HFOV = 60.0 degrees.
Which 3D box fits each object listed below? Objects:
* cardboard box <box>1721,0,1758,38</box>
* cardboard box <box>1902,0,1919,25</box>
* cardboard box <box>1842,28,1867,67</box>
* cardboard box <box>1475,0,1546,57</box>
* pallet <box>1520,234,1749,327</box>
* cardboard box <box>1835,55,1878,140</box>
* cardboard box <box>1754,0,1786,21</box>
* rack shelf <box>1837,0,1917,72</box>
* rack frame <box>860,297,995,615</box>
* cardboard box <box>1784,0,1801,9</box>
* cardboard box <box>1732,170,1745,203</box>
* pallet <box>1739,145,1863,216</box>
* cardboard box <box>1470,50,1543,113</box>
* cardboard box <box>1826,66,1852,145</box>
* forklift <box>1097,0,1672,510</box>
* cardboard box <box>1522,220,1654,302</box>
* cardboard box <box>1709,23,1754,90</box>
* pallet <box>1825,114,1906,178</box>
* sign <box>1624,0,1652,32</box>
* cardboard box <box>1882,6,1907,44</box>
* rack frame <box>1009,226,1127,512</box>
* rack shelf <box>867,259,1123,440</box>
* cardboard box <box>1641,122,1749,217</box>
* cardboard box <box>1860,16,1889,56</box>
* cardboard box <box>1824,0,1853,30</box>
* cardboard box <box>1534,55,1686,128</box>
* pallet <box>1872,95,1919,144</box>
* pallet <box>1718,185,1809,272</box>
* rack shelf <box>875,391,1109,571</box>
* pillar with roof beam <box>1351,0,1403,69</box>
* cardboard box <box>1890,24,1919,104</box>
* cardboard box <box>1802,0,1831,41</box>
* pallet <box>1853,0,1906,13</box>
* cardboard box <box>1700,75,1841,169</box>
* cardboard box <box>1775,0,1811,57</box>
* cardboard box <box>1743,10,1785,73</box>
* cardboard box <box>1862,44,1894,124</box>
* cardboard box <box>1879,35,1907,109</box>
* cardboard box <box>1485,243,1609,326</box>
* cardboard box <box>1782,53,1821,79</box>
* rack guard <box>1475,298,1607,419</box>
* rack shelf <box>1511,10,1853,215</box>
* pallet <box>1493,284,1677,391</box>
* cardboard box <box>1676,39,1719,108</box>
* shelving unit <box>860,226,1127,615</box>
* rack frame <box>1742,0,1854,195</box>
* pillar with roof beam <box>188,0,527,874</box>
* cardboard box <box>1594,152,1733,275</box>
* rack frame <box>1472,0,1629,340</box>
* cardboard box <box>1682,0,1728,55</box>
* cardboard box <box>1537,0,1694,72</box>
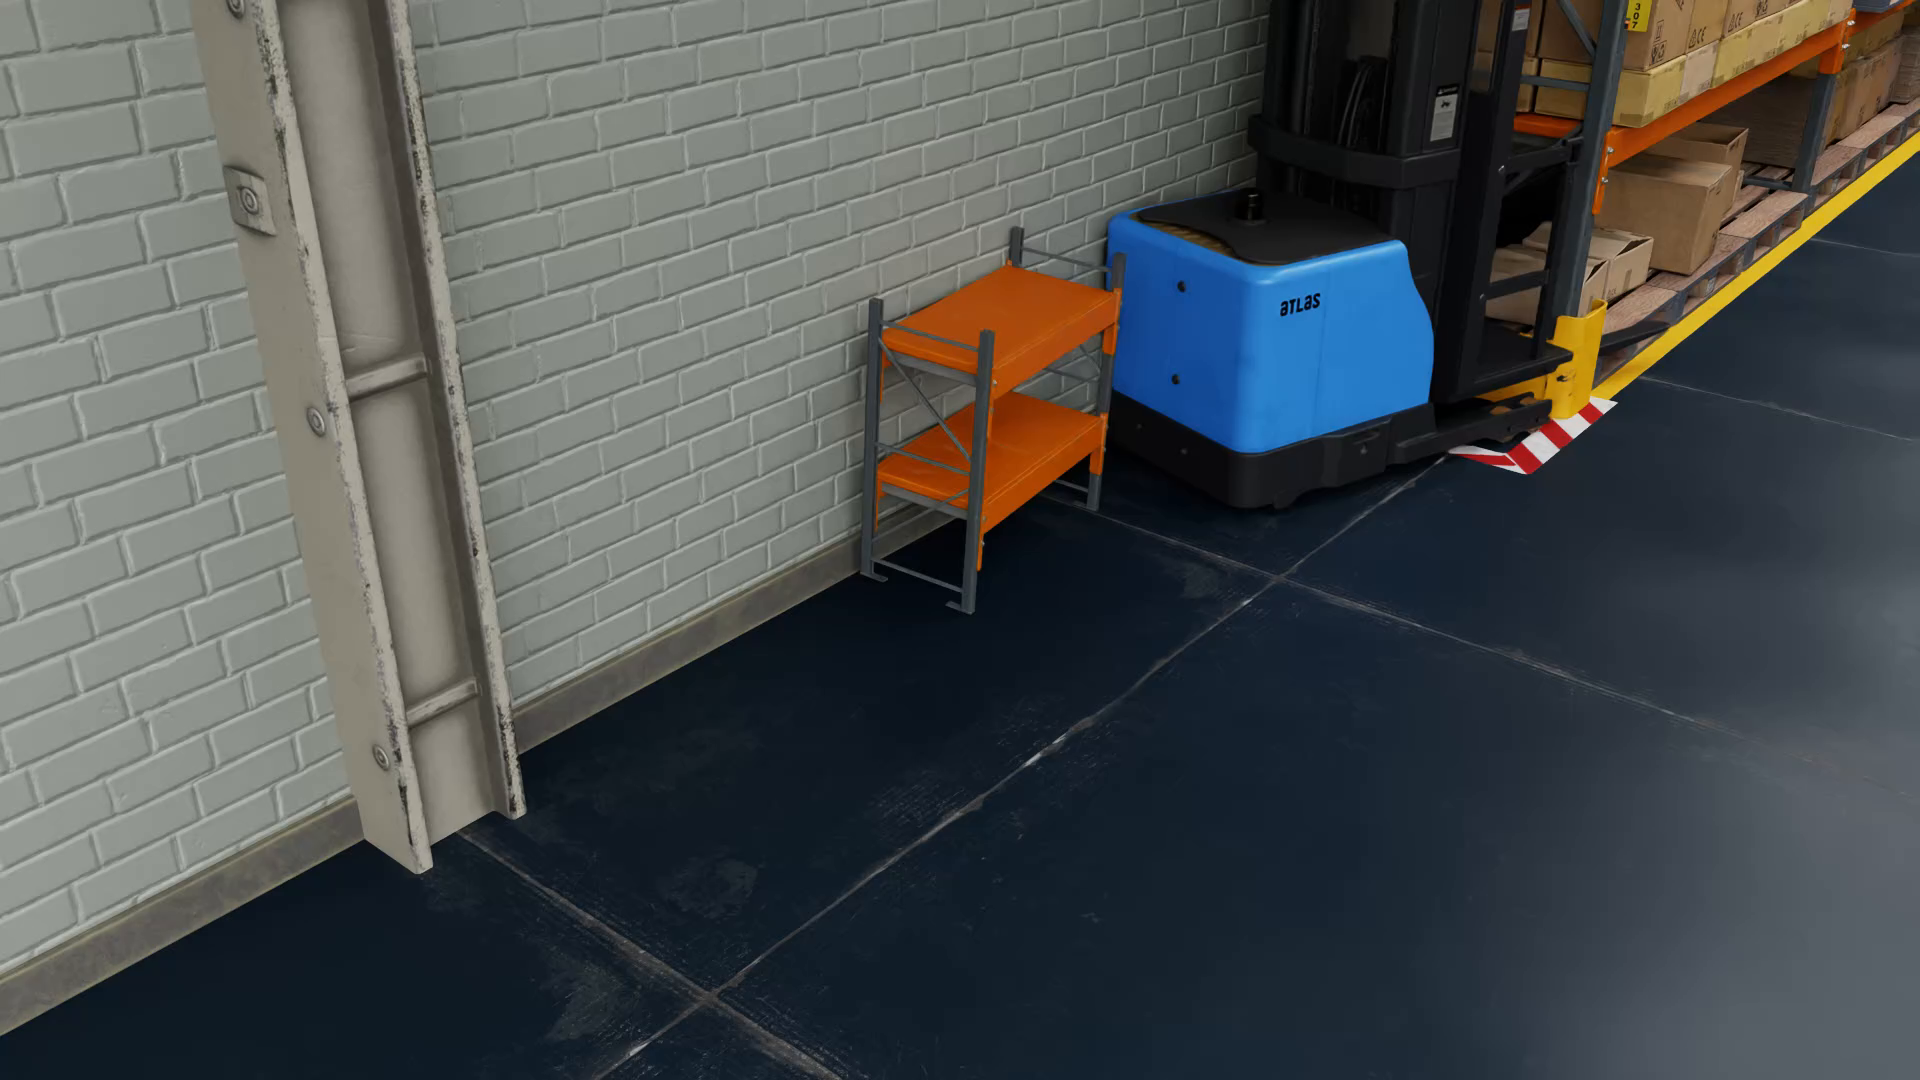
[{"bbox_3d":[3.653,-2.805,8.234,0.500,0.500,0.500,19,33,33],"label":"cardboard box"},{"bbox_3d":[8.120,-4.386,13.845,0.750,0.750,0.750,20,34,34],"label":"cardboard box"},{"bbox_3d":[6.067,-3.540,11.754,0.500,0.250,0.500,20,33,33],"label":"cardboard box"},{"bbox_3d":[2.598,-2.600,7.836,0.500,0.500,0.500,20,34,34],"label":"cardboard box"},{"bbox_3d":[3.831,-1.592,9.597,1.003,0.211,1.213,21,34,34],"label":"pallet"},{"bbox_3d":[6.107,-3.231,11.973,0.700,0.500,0.500,21,34,35],"label":"cardboard box"},{"bbox_3d":[3.972,-2.992,8.594,0.500,0.500,0.500,22,35,36],"label":"cardboard box"},{"bbox_3d":[6.279,-3.903,11.813,1.077,0.370,4.000,21,34,34],"label":"rack shelf"},{"bbox_3d":[-0.133,-0.291,6.051,0.500,1.125,0.032,19,33,25],"label":"rack frame"},{"bbox_3d":[4.303,-3.177,8.951,0.500,0.500,0.500,20,33,33],"label":"cardboard box"},{"bbox_3d":[4.689,-2.252,10.443,0.380,0.166,0.250,16,31,28],"label":"cardboard box"},{"bbox_3d":[5.500,-2.551,11.452,1.003,0.211,1.213,21,34,34],"label":"pallet"},{"bbox_3d":[2.610,-2.260,7.995,0.500,0.250,0.500,21,34,35],"label":"cardboard box"},{"bbox_3d":[5.752,-3.062,11.646,0.700,0.500,0.500,20,33,33],"label":"cardboard box"},{"bbox_3d":[2.131,-1.932,7.295,3.031,2.935,1.130,-17,32,-29],"label":"forklift"},{"bbox_3d":[3.334,-1.517,8.866,0.500,0.311,0.500,24,36,38],"label":"cardboard box"},{"bbox_3d":[3.665,-2.485,8.430,0.500,0.250,0.500,20,34,34],"label":"cardboard box"},{"bbox_3d":[6.276,-2.986,12.292,1.003,0.211,1.213,21,34,34],"label":"pallet"},{"bbox_3d":[2.881,-2.321,7.030,0.100,0.325,0.005,21,34,34],"label":"sign"},{"bbox_3d":[6.722,-3.895,12.441,0.500,0.250,0.500,21,34,35],"label":"cardboard box"},{"bbox_3d":[0.395,-0.689,6.824,0.500,1.125,0.032,19,33,25],"label":"rack frame"},{"bbox_3d":[0.148,-0.745,6.295,0.538,0.278,1.000,19,33,25],"label":"rack shelf"},{"bbox_3d":[4.377,-2.219,10.016,0.500,0.500,0.500,18,32,31],"label":"cardboard box"},{"bbox_3d":[6.399,-3.712,12.085,0.500,0.250,0.500,21,34,34],"label":"cardboard box"},{"bbox_3d":[4.939,-3.199,9.811,0.500,0.250,0.500,21,34,35],"label":"cardboard box"},{"bbox_3d":[3.018,-2.117,7.720,0.500,0.250,0.500,20,33,33],"label":"cardboard box"},{"bbox_3d":[7.052,-3.416,13.124,1.003,0.211,1.213,21,34,34],"label":"pallet"},{"bbox_3d":[4.606,-2.026,10.437,1.003,0.211,1.213,21,34,34],"label":"pallet"},{"bbox_3d":[0.117,-0.277,6.557,0.538,0.278,1.000,19,33,25],"label":"rack shelf"},{"bbox_3d":[5.562,-4.002,4.693,9.100,9.000,0.400,21,34,34],"label":"pillar with roof beam"},{"bbox_3d":[7.133,-3.746,12.968,0.700,0.500,0.500,21,34,35],"label":"cardboard box"},{"bbox_3d":[4.616,-3.025,9.474,0.500,0.250,0.500,21,34,35],"label":"cardboard box"},{"bbox_3d":[5.605,-3.656,10.762,1.003,0.211,1.213,21,34,34],"label":"pallet"},{"bbox_3d":[5.462,-2.864,11.264,0.700,0.500,0.500,22,35,36],"label":"cardboard box"},{"bbox_3d":[4.308,-2.842,9.120,0.500,0.250,0.500,21,34,34],"label":"cardboard box"},{"bbox_3d":[3.989,-2.663,8.775,0.500,0.250,0.500,21,34,35],"label":"cardboard box"},{"bbox_3d":[6.421,-3.413,12.324,0.700,0.500,0.500,21,34,34],"label":"cardboard box"},{"bbox_3d":[6.716,-3.597,12.681,0.700,0.500,0.500,21,34,34],"label":"cardboard box"},{"bbox_3d":[2.972,-1.315,8.475,0.500,0.311,0.500,17,32,29],"label":"cardboard box"},{"bbox_3d":[5.739,-3.354,11.395,0.500,0.250,0.500,20,33,33],"label":"cardboard box"},{"bbox_3d":[2.510,-1.012,8.162,1.175,0.500,0.348,21,34,34],"label":"rack guard"},{"bbox_3d":[3.734,-2.485,9.071,1.077,0.370,4.000,21,34,34],"label":"rack shelf"},{"bbox_3d":[3.054,-1.161,8.765,1.003,0.211,1.213,21,34,34],"label":"pallet"},{"bbox_3d":[3.337,-2.306,8.084,0.500,0.250,0.500,20,33,33],"label":"cardboard box"},{"bbox_3d":[0.131,-0.490,6.438,0.538,1.125,1.048,19,33,25],"label":"shelving unit"},{"bbox_3d":[5.006,-3.513,10.277,1.000,3.000,0.127,21,34,34],"label":"rack frame"},{"bbox_3d":[1.745,-1.875,0.581,9.100,9.000,0.400,21,34,34],"label":"pillar with roof beam"},{"bbox_3d":[3.839,-1.847,9.297,0.700,0.500,0.500,18,33,31],"label":"cardboard box"},{"bbox_3d":[2.462,-2.095,7.535,1.000,3.000,0.127,21,34,34],"label":"rack frame"},{"bbox_3d":[3.320,-2.624,7.883,0.500,0.500,0.500,21,34,35],"label":"cardboard box"},{"bbox_3d":[2.998,-2.452,7.550,0.500,0.500,0.500,21,34,34],"label":"cardboard box"}]
